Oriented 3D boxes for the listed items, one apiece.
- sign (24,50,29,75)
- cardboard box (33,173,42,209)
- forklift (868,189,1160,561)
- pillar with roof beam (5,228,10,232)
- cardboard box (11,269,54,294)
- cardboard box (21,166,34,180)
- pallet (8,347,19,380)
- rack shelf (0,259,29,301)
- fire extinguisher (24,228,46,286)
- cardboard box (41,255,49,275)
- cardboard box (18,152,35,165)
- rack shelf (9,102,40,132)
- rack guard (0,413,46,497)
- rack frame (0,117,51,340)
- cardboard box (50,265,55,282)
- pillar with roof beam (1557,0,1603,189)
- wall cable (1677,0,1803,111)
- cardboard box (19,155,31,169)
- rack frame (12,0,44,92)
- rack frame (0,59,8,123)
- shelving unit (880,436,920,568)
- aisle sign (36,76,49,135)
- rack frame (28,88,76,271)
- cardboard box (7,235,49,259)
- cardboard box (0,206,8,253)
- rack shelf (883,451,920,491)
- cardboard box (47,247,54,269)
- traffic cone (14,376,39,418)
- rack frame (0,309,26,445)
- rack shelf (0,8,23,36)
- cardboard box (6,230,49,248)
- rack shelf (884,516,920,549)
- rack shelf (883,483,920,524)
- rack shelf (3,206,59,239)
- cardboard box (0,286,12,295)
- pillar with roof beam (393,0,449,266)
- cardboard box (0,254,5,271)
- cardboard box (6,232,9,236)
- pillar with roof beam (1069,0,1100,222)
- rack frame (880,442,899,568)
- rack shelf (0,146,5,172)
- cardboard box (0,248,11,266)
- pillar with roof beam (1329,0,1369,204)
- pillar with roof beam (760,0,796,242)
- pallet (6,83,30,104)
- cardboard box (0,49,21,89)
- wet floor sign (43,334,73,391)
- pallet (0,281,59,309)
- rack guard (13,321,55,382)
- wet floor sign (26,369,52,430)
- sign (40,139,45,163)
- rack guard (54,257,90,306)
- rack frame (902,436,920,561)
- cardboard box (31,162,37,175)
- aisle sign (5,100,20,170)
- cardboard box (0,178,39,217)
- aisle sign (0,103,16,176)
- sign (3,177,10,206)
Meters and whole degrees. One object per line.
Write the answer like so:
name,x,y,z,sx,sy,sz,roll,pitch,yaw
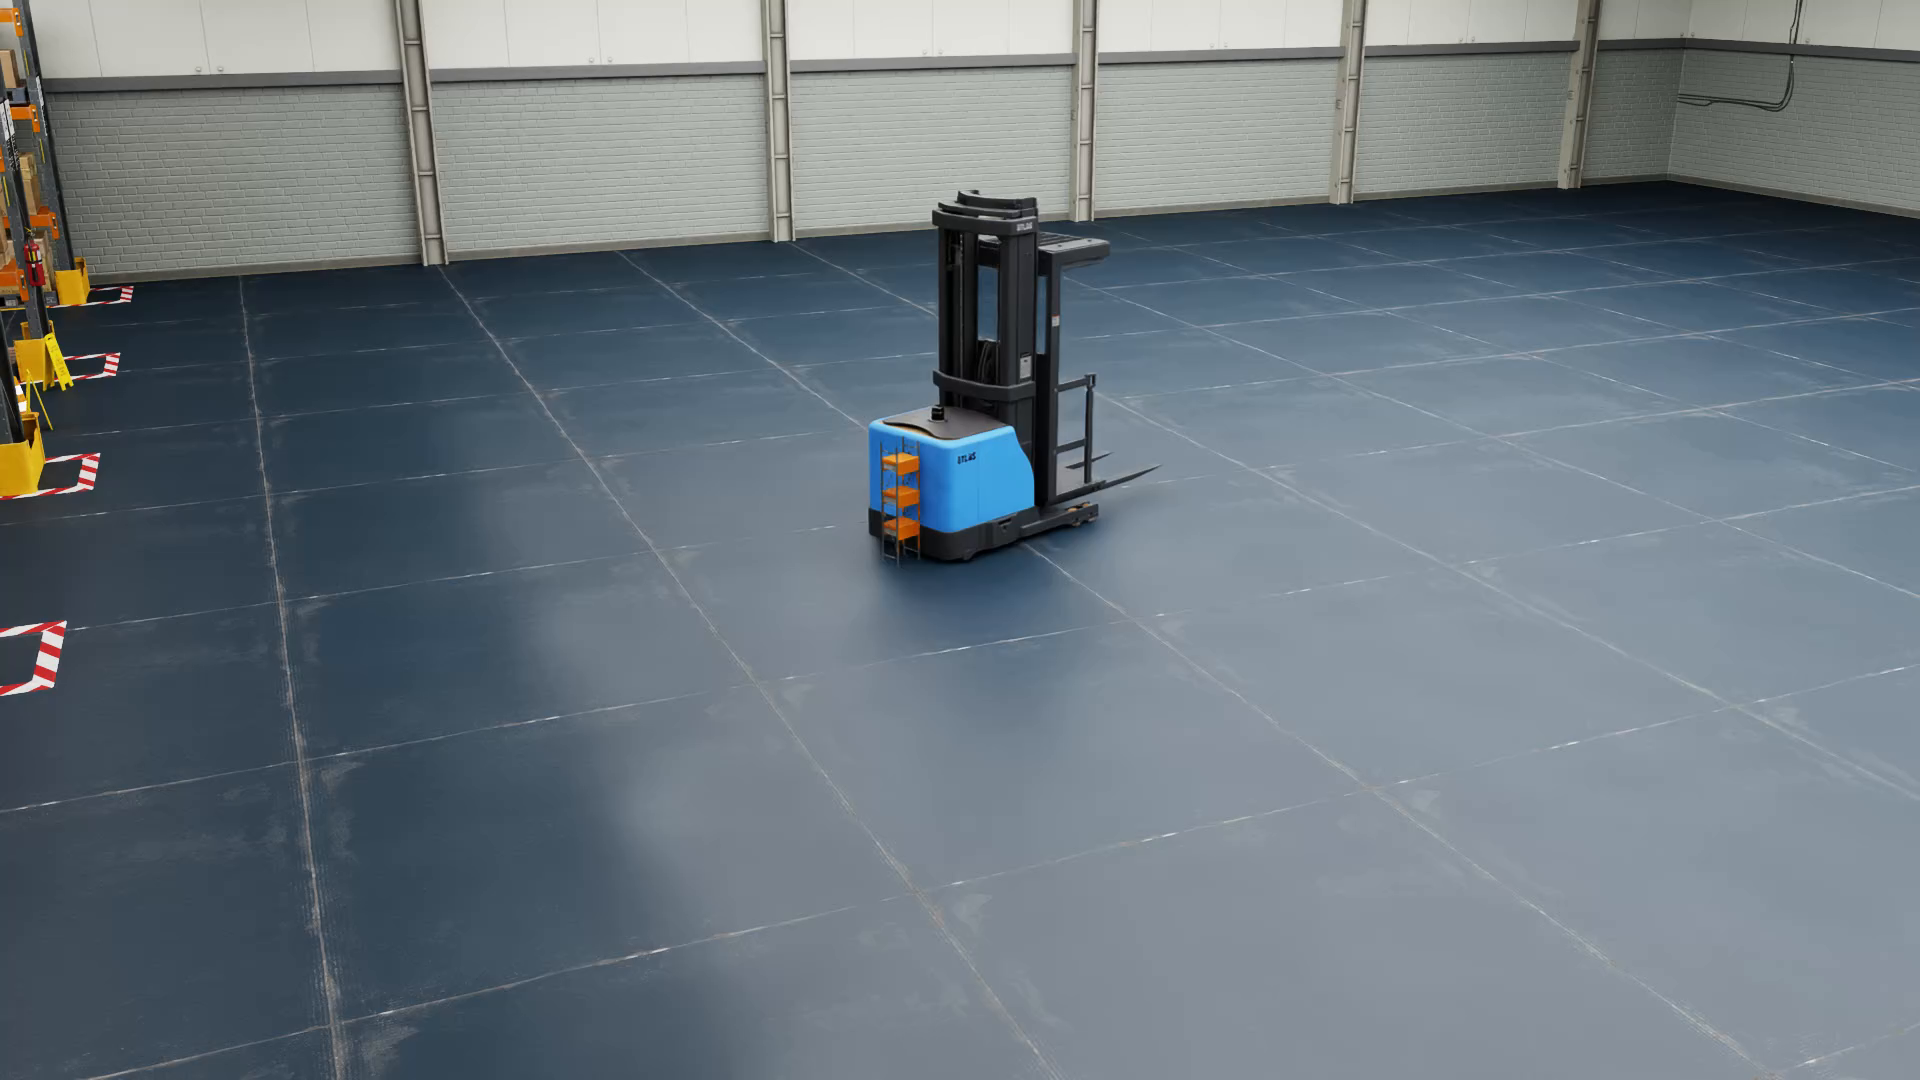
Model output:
sign,-12.998,-6.648,23.157,0.005,0.325,0.100,-8,21,-22
cardboard box,-13.765,-5.087,24.303,0.500,0.500,0.500,-7,21,-20
forklift,0.606,-1.610,14.682,3.031,2.935,1.130,-18,26,-42
pillar with roof beam,-12.491,-6.720,20.059,0.400,9.000,9.100,-8,21,-22
cardboard box,-13.506,-3.763,24.201,0.500,0.250,0.500,-8,21,-22
cardboard box,-13.407,-5.242,23.767,0.250,0.149,0.380,-8,21,-21
pallet,-12.060,-2.086,20.128,1.213,0.211,1.003,-8,21,-22
rack shelf,-13.067,-2.905,19.338,4.000,0.370,1.077,-8,21,-22
fire extinguisher,-10.943,-3.345,19.623,0.183,0.674,0.296,-8,21,-22
cardboard box,-13.523,-3.998,24.115,0.500,0.250,0.500,-8,21,-23
cardboard box,-13.593,-5.535,24.150,0.250,0.149,0.380,-9,21,-23
rack shelf,-15.037,-5.833,23.138,4.000,0.370,1.077,-8,21,-22
rack guard,-9.155,-0.835,16.141,0.348,0.500,1.175,-8,21,-22
rack frame,-11.231,-3.507,19.966,0.127,3.000,1.000,-8,21,-22
cardboard box,-13.729,-3.916,24.637,0.500,0.250,0.500,-8,21,-22
pillar with roof beam,15.055,-10.667,31.268,0.400,9.000,9.100,-8,21,-22
wall cable,16.579,-10.499,35.467,0.112,2.526,3.097,-8,21,-22
cardboard box,-13.446,-5.402,23.774,0.250,0.149,0.380,-8,21,-22
rack frame,-13.200,-7.850,23.267,0.127,3.000,1.000,-8,21,-22
rack frame,-11.231,-6.337,18.970,0.127,3.000,1.000,-8,21,-22
shelving unit,-0.495,-0.316,13.838,0.252,1.050,0.215,-18,26,-42
aisle sign,-13.023,-6.166,23.602,0.004,0.787,0.394,-8,21,-22
rack frame,-13.200,-5.020,24.264,0.127,3.000,1.000,-8,21,-22
cardboard box,-13.499,-4.237,24.042,0.500,0.250,0.500,-7,21,-20
cardboard box,-11.775,-3.717,19.963,0.500,0.500,0.500,-8,21,-23
rack shelf,-0.495,-0.574,13.748,0.240,0.259,0.215,-18,26,-42
cardboard box,-13.714,-4.159,24.572,0.500,0.250,0.500,-8,21,-21
traffic cone,-10.363,-1.567,18.275,0.334,0.463,0.336,-8,21,-22
rack frame,-9.177,-2.011,15.717,0.127,3.000,1.000,-8,21,-22
rack shelf,-15.037,-7.059,22.706,4.000,0.370,1.077,-8,21,-22
cardboard box,-13.716,-4.388,24.469,0.500,0.250,0.500,-8,21,-23
rack shelf,-0.495,-0.044,13.934,0.240,0.259,0.215,-18,26,-42
rack shelf,-0.495,-0.306,13.842,0.240,0.259,0.215,-18,26,-42
rack shelf,-15.037,-4.418,23.636,4.000,0.370,1.077,-8,21,-22
cardboard box,-13.967,-3.701,24.024,0.500,0.250,0.500,-8,21,-22
pillar with roof beam,-6.982,-7.510,22.301,0.400,9.000,9.100,-8,21,-22
cardboard box,-11.489,-3.274,19.683,0.250,0.149,0.380,-7,21,-20
cardboard box,-14.174,-4.321,24.279,0.500,0.250,0.500,-8,21,-22
pillar with roof beam,4.037,-9.088,26.784,0.400,9.000,9.100,-8,21,-22
rack frame,-0.581,-0.287,13.757,0.008,1.050,0.200,-18,26,-42
rack shelf,-13.067,-4.320,18.840,4.000,0.370,1.077,-8,21,-22
cardboard box,-11.624,-3.407,20.060,0.250,0.149,0.380,-8,21,-22
pillar with roof beam,9.546,-9.878,29.026,0.400,9.000,9.100,-8,21,-22
pillar with roof beam,-1.473,-8.299,24.543,0.400,9.000,9.100,-8,21,-22
pallet,-13.860,-6.308,23.539,1.213,0.211,1.003,-8,21,-22
cardboard box,-13.510,-6.595,23.286,0.500,0.500,0.500,-7,21,-20
wet floor sign,-10.632,-2.095,19.501,0.232,0.644,0.267,-1,19,-3
pallet,-13.886,-3.592,24.405,1.213,0.211,1.003,-8,21,-22
rack guard,-11.300,-2.318,20.353,0.348,0.500,1.175,-8,21,-22
wet floor sign,-9.935,-1.508,17.833,0.232,0.644,0.267,-12,23,-31
sign,-12.998,-5.511,23.557,0.005,0.325,0.100,-8,21,-22
rack guard,-13.178,-3.844,24.688,0.348,0.500,1.175,-8,21,-22
rack frame,-0.408,-0.344,13.920,0.008,1.050,0.200,-18,26,-42
cardboard box,-13.614,-5.408,24.237,0.250,0.149,0.380,-9,21,-23
aisle sign,-11.296,-4.836,19.826,0.004,0.787,0.394,-8,21,-22
cardboard box,-13.548,-4.923,23.836,0.500,0.500,0.500,-9,21,-23
aisle sign,-11.059,-4.653,19.306,0.004,0.787,0.394,-8,21,-22
sign,-11.029,-4.030,19.233,0.005,0.325,0.100,-8,21,-22
